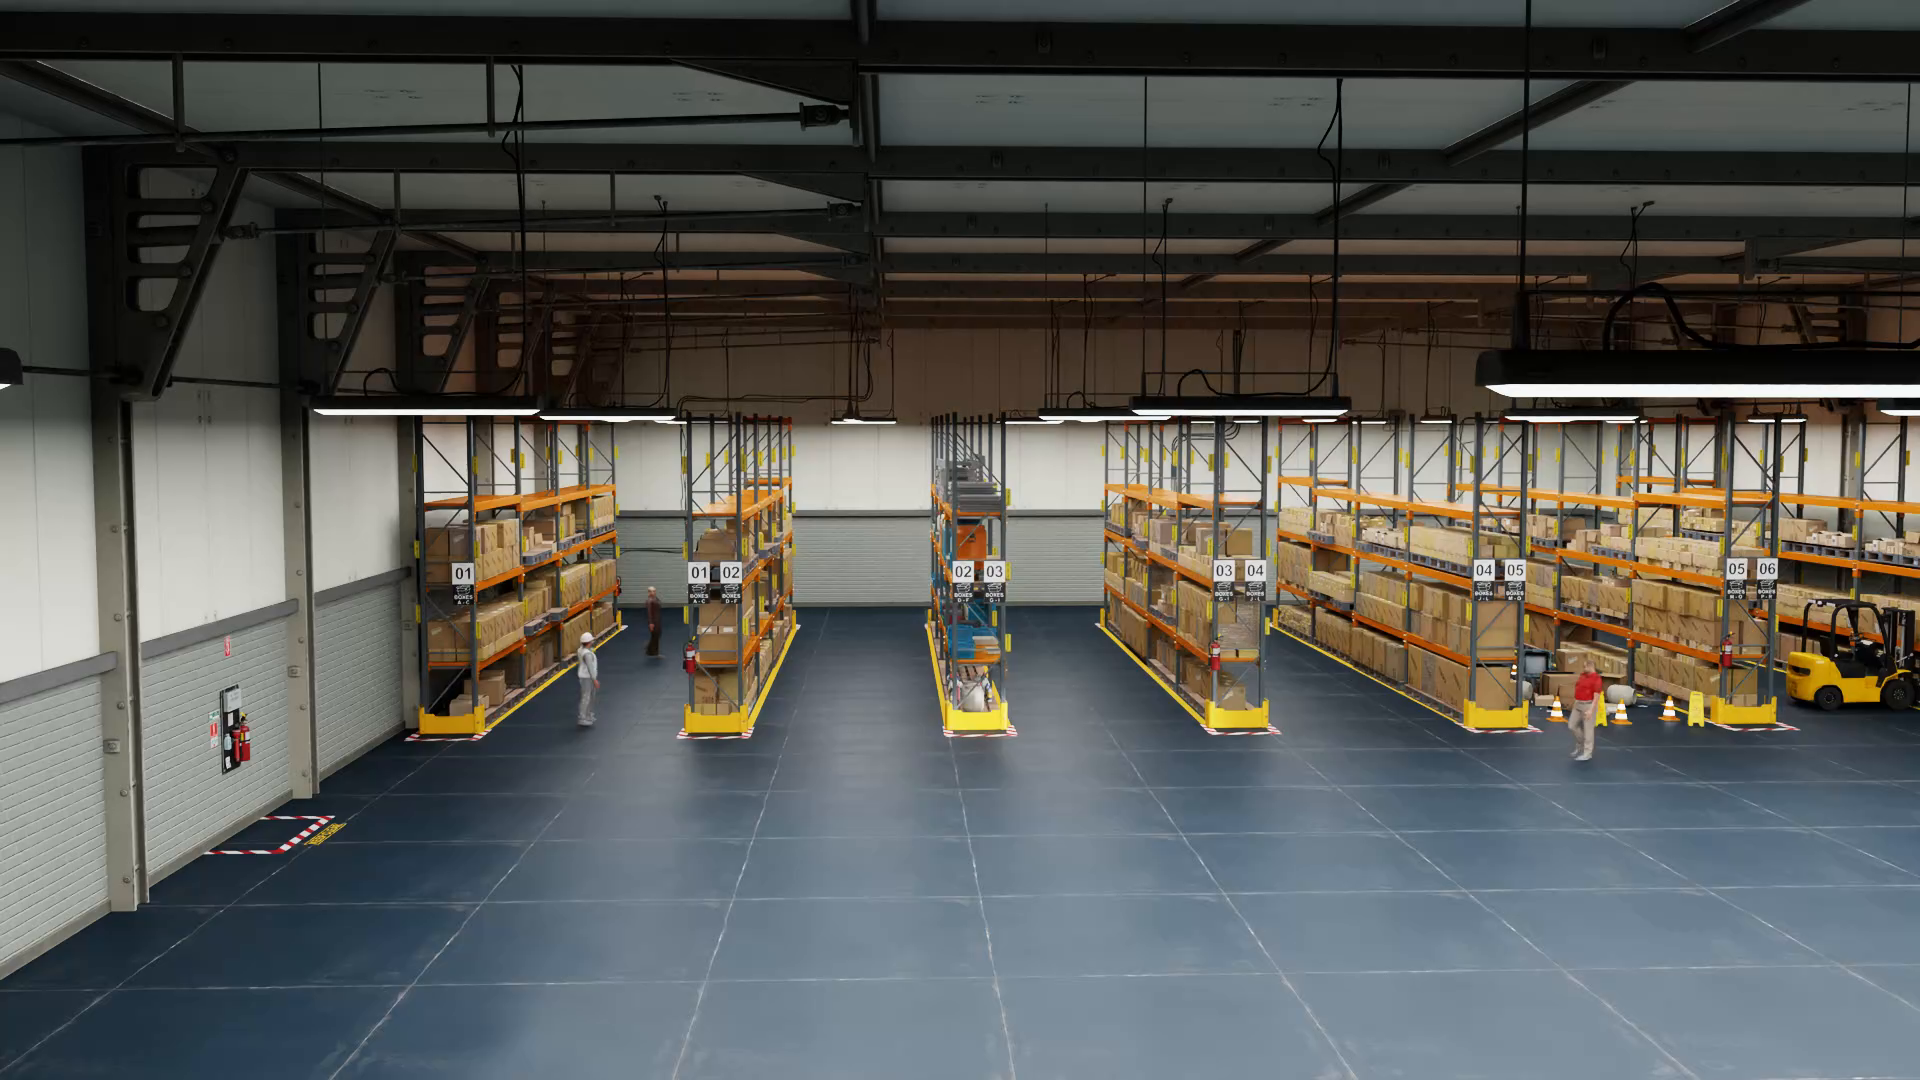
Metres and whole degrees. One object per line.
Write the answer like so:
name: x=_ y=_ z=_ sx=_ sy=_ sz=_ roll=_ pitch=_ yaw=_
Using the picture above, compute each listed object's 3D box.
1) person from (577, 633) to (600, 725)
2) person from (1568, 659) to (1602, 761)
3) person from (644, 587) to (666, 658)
person: x=-7.176 y=2.680 z=32.042 sx=0.450 sy=1.821 sz=0.648 roll=-1 pitch=4 yaw=-15
person: x=10.731 y=2.933 z=28.650 sx=0.474 sy=1.775 sz=0.621 roll=-2 pitch=4 yaw=-28
person: x=-7.536 y=2.034 z=41.013 sx=0.519 sy=1.783 sz=0.608 roll=-1 pitch=4 yaw=-14
